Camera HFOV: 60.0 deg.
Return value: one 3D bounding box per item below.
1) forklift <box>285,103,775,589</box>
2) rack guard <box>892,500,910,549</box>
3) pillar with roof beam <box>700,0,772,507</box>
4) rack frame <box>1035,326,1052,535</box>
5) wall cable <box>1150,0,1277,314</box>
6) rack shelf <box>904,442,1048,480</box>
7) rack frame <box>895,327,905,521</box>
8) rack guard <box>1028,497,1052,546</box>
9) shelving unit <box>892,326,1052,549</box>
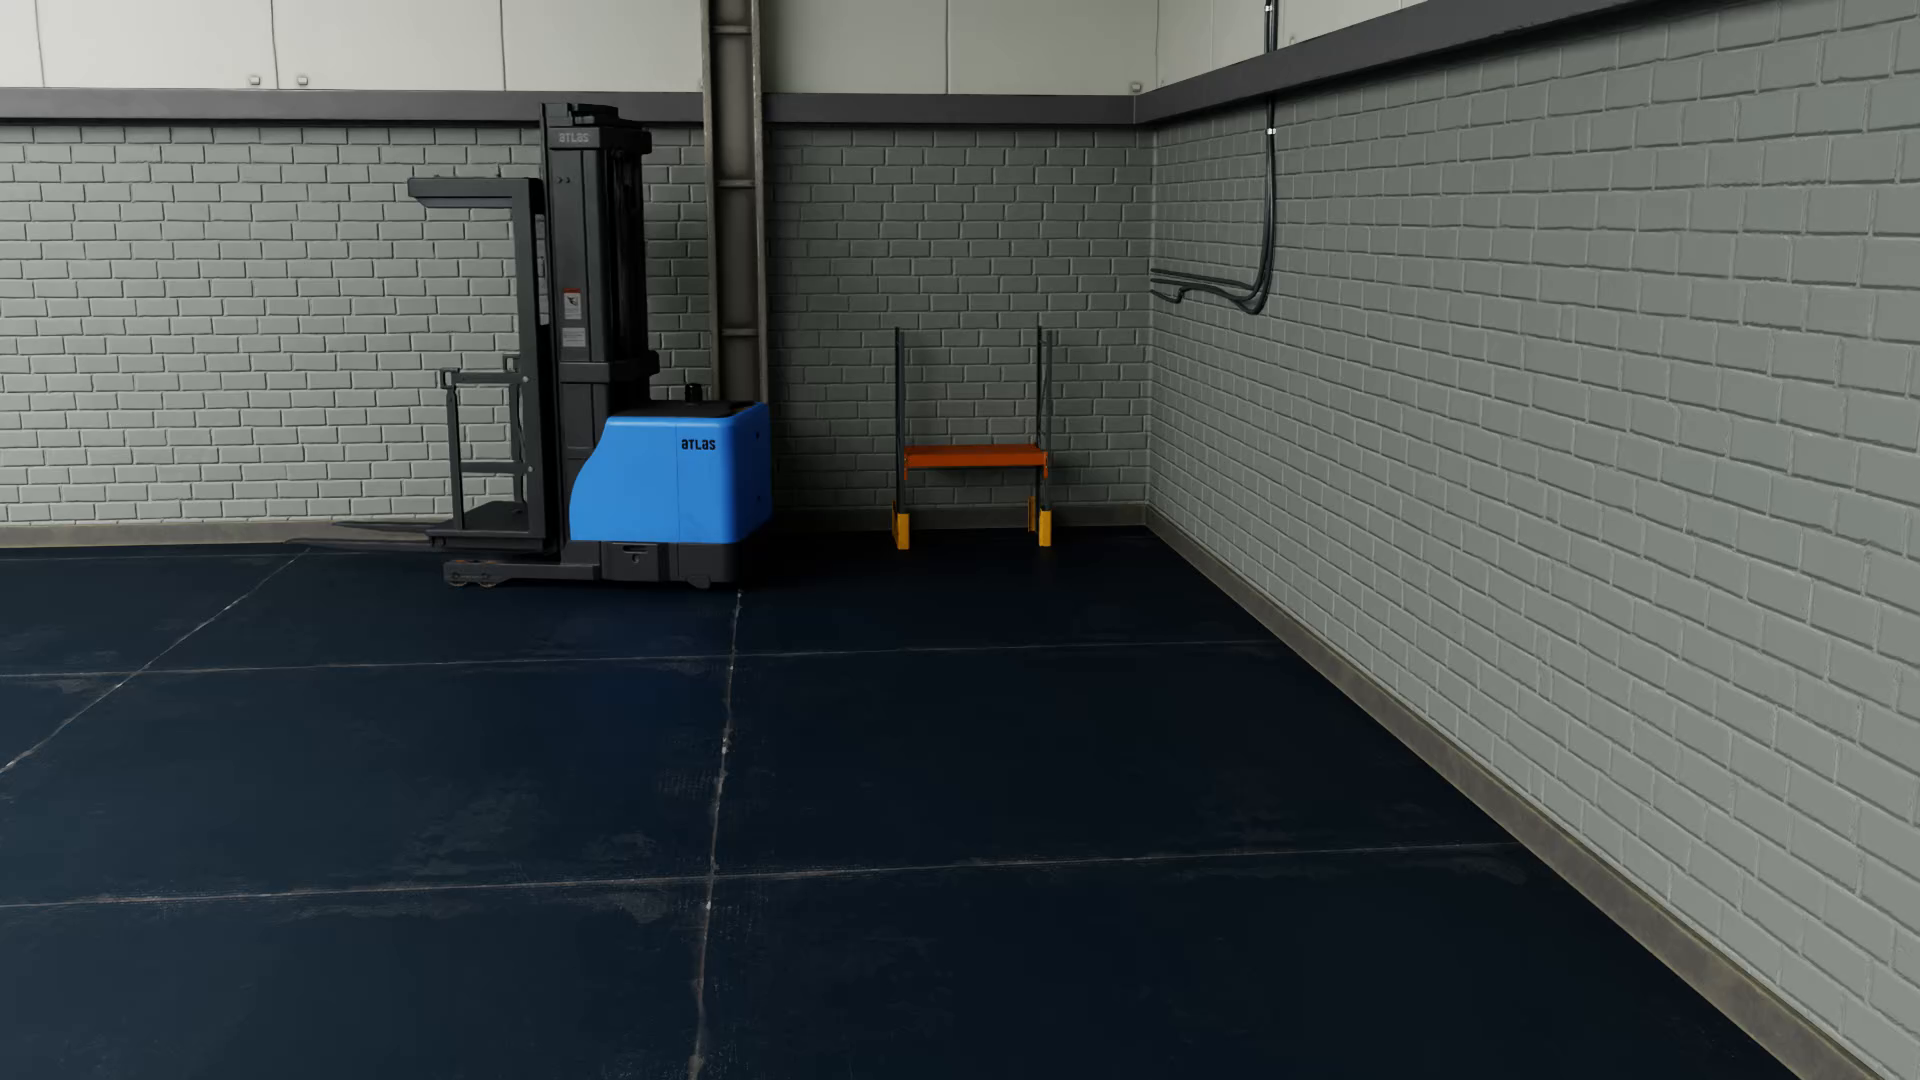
[{"bbox_3d":[-2.792,-1.241,10.580,3.031,2.935,1.130,1,11,7],"label":"forklift"},{"bbox_3d":[-0.419,-0.114,11.799,0.087,0.250,0.587,-1,11,-6],"label":"rack guard"},{"bbox_3d":[-1.093,-3.617,6.941,0.400,9.000,9.100,-1,11,-6],"label":"pillar with roof beam"},{"bbox_3d":[0.590,-0.748,11.786,0.032,1.500,0.500,-1,11,-6],"label":"rack frame"},{"bbox_3d":[1.514,-2.727,10.462,0.112,2.526,3.097,-1,11,-6],"label":"wall cable"},{"bbox_3d":[0.085,-0.561,11.767,1.000,0.185,0.538,-1,11,-6],"label":"rack shelf"},{"bbox_3d":[-0.421,-0.727,11.678,0.032,1.500,0.500,-1,11,-6],"label":"rack frame"},{"bbox_3d":[0.571,-0.135,11.905,0.087,0.250,0.587,-1,11,-6],"label":"rack guard"},{"bbox_3d":[0.076,-0.738,11.731,1.083,1.500,0.587,-1,11,-6],"label":"shelving unit"}]
